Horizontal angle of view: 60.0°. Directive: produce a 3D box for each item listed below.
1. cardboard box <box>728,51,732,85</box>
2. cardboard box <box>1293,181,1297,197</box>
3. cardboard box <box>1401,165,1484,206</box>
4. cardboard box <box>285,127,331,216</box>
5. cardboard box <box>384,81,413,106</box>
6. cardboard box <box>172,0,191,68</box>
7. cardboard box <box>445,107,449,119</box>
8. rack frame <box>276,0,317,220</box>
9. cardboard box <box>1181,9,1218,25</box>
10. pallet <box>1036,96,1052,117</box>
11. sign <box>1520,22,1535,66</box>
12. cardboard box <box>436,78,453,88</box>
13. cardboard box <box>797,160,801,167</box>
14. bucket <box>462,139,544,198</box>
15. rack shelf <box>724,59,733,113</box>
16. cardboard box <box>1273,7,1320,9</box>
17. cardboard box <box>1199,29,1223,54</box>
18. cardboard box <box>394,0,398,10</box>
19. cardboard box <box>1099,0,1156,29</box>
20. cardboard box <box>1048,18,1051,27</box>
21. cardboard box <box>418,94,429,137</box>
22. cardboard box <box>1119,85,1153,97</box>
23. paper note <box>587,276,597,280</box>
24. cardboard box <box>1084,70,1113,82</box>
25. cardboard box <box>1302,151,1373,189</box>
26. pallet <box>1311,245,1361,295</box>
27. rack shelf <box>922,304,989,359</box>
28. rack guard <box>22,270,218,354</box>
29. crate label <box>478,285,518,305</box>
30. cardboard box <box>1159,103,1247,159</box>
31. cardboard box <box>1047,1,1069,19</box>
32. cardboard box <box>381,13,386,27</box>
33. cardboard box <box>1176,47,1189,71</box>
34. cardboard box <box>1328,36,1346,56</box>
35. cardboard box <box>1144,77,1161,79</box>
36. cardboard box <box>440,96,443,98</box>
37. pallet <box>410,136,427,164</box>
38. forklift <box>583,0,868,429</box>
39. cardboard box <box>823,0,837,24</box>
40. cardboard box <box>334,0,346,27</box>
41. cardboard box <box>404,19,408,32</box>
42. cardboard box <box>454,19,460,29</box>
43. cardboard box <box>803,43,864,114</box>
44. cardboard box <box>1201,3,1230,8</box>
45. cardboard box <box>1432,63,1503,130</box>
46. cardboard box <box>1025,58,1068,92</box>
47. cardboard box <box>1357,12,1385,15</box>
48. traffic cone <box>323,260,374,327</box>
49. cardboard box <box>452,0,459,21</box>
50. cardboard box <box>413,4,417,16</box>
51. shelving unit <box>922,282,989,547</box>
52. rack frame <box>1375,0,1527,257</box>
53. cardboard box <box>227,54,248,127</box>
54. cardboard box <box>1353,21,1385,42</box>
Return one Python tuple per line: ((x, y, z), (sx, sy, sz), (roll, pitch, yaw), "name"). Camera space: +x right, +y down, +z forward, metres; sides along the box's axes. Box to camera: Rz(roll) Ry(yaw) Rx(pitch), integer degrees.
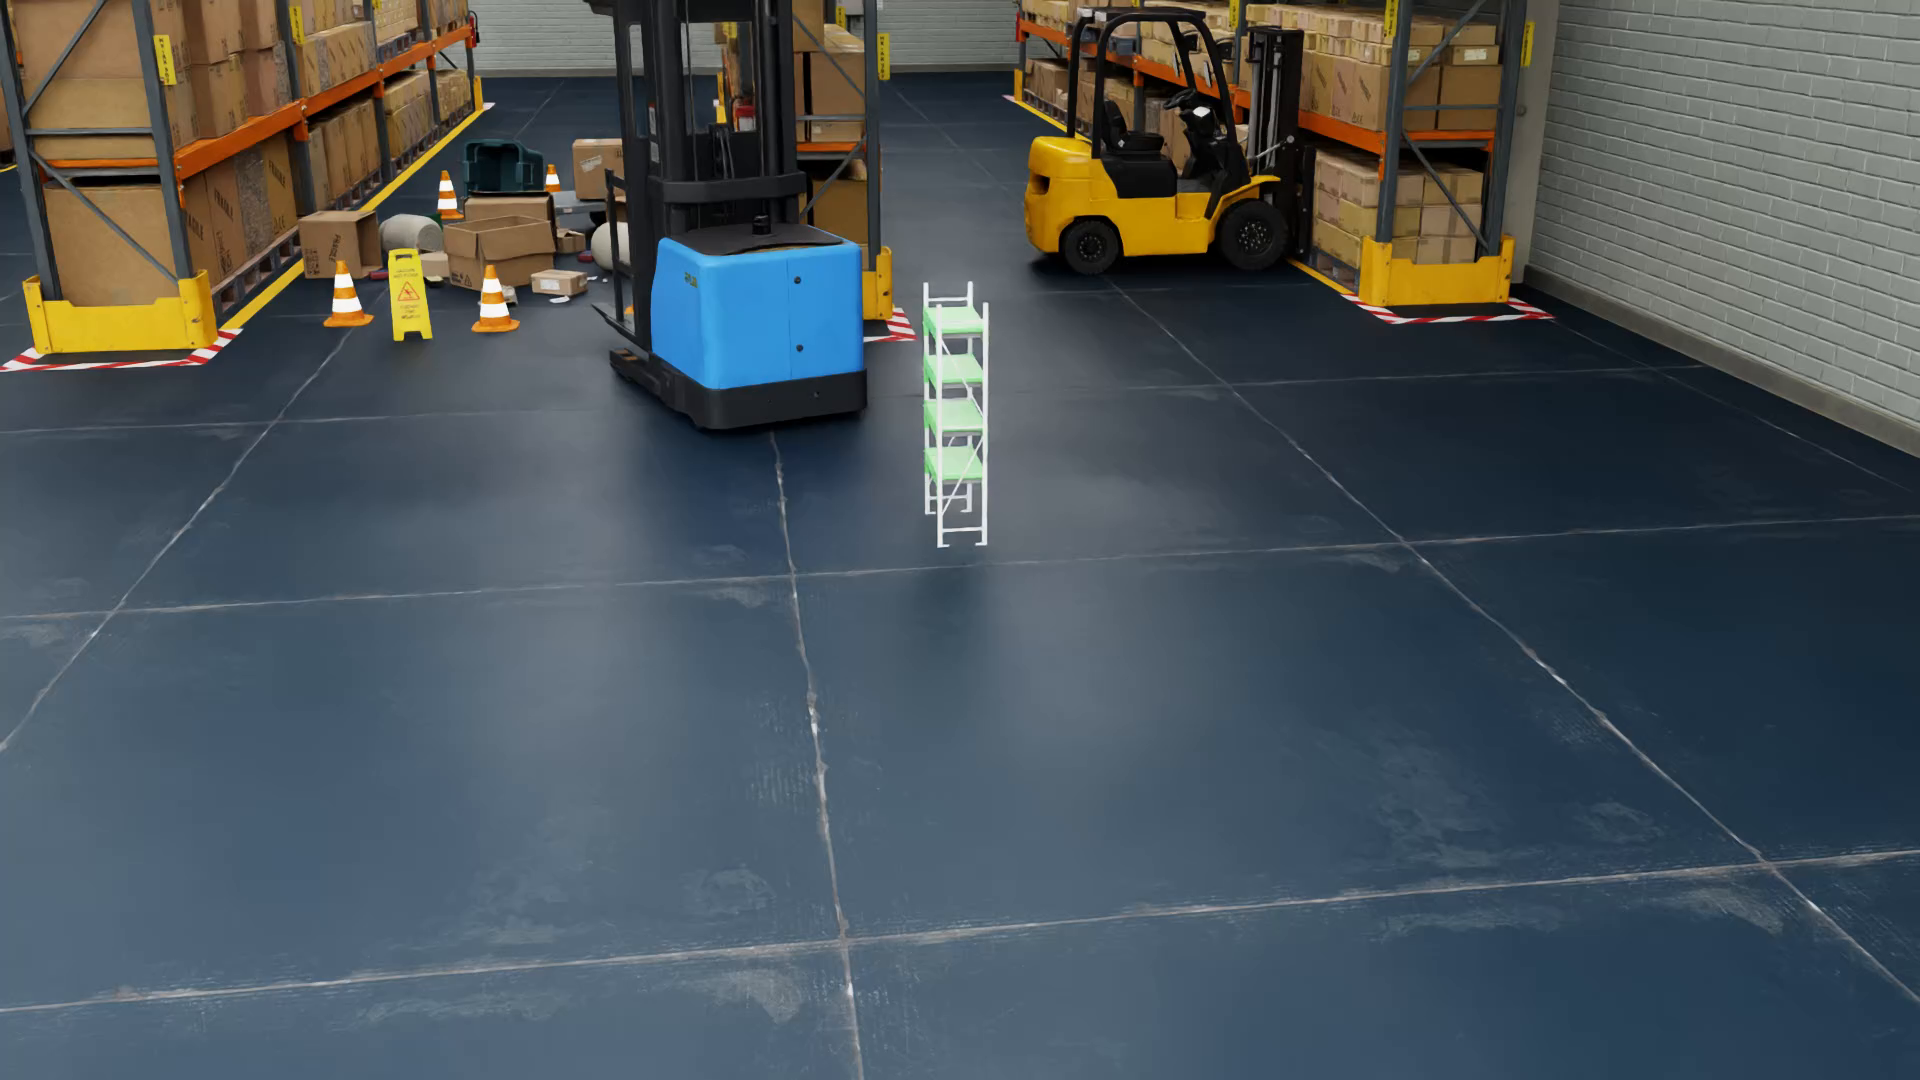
((-1.891, -4.504, 15.419), (0.500, 0.500, 0.500), (-3, 21, -8), "cardboard box")
((3.204, -3.172, 15.036), (0.500, 0.250, 0.500), (-3, 21, -8), "cardboard box")
((3.927, -2.904, 13.604), (0.500, 0.250, 0.500), (-3, 21, -9), "cardboard box")
((-6.741, -3.552, 16.056), (1.050, 0.750, 0.750), (-3, 21, -8), "cardboard box")
((-7.131, -5.560, 20.715), (0.500, 0.250, 0.500), (-3, 21, -7), "cardboard box")
((-6.172, -3.707, 12.096), (0.875, 0.550, 0.550), (-3, 21, -8), "cardboard box")
((-7.488, -6.065, 23.641), (0.380, 0.149, 0.250), (-2, 21, -6), "cardboard box")
((-6.562, -4.199, 15.172), (1.000, 3.000, 0.127), (-3, 21, -8), "rack frame")
((2.635, -5.722, 18.180), (0.380, 0.149, 0.250), (-3, 21, -9), "cardboard box")
((1.802, -6.860, 26.282), (1.003, 0.211, 1.213), (-3, 21, -8), "pallet")
((4.359, -3.819, 12.804), (0.100, 0.325, 0.005), (-3, 21, -8), "sign")
((-7.760, -6.781, 24.709), (0.380, 0.149, 0.250), (-3, 21, -7), "cardboard box")
((-1.620, -2.979, 14.162), (0.500, 0.500, 0.500), (-3, 21, -9), "cardboard box")
((-4.261, -3.447, 15.664), (0.726, 0.611, 0.620), (4, 11, 11), "bucket")
((-1.967, -4.839, 17.914), (1.077, 0.370, 4.000), (-3, 21, -8), "rack shelf")
((3.158, -4.926, 15.624), (0.380, 0.149, 0.250), (-3, 21, -9), "cardboard box")
((2.828, -5.234, 17.443), (0.500, 0.250, 0.500), (-3, 21, -9), "cardboard box")
((-7.277, -6.746, 20.901), (0.380, 0.149, 0.250), (-4, 21, -10), "cardboard box")
((2.238, -6.921, 21.713), (0.797, 0.503, 0.637), (-3, 21, -9), "cardboard box")
((1.579, -8.021, 25.762), (0.380, 0.149, 0.250), (-3, 21, -8), "cardboard box")
((-7.286, -5.574, 21.824), (0.500, 0.500, 0.500), (-3, 21, -9), "cardboard box")
((2.270, -5.795, 21.489), (0.380, 0.149, 0.250), (-4, 21, -10), "cardboard box")
((-3.182, -2.231, 14.163), (0.148, 0.019, 0.142), (4, 21, 11), "paper note")
((1.984, -6.605, 23.660), (0.380, 0.149, 0.250), (-3, 21, -9), "cardboard box")
((3.272, -3.222, 14.456), (0.500, 0.250, 0.500), (-3, 21, -7), "cardboard box")
((3.658, -2.307, 14.091), (1.003, 0.211, 1.213), (-3, 21, -8), "pallet")
((-0.024, -1.009, 8.014), (0.258, 0.148, 0.480), (-3, 21, -8), "rack shelf")
((-5.982, -1.635, 11.879), (1.175, 0.500, 0.348), (-3, 21, -8), "rack guard")
((-3.665, -1.937, 13.207), (0.250, 0.136, 0.298), (-15, 25, -35), "crate label")
((2.834, -4.762, 19.473), (0.875, 0.625, 0.625), (-2, 21, -6), "cardboard box")
((1.619, -8.085, 25.364), (0.500, 0.250, 0.500), (-3, 21, -8), "cardboard box")
((-7.130, -6.253, 20.006), (0.380, 0.149, 0.250), (-3, 21, -8), "cardboard box")
((2.700, -5.352, 18.474), (0.500, 0.250, 0.500), (-2, 21, -6), "cardboard box")
((3.329, -4.164, 14.007), (0.380, 0.149, 0.250), (-4, 21, -10), "cardboard box")
((2.653, -6.187, 22.540), (0.380, 0.149, 0.250), (-4, 21, -10), "cardboard box")
((-7.683, -6.371, 24.035), (0.380, 0.149, 0.250), (-4, 21, -11), "cardboard box")
((-7.423, -4.970, 21.221), (1.003, 0.211, 1.213), (-3, 21, -8), "pallet")
((-1.705, -2.495, 10.706), (1.130, 2.935, 3.031), (-11, 23, -26), "forklift")
((-1.462, -5.044, 16.265), (0.500, 0.500, 0.500), (-2, 21, -6), "cardboard box")
((-7.010, -5.768, 17.802), (0.700, 0.500, 0.500), (-3, 21, -9), "cardboard box")
((-7.355, -6.658, 21.513), (0.380, 0.149, 0.250), (-4, 21, -11), "cardboard box")
((-7.856, -7.877, 25.377), (0.380, 0.149, 0.250), (-2, 21, -6), "cardboard box")
((-0.974, -3.642, 13.113), (0.500, 0.500, 0.500), (-2, 21, -6), "cardboard box")
((3.028, -6.191, 19.435), (0.380, 0.149, 0.250), (-3, 21, -8), "cardboard box")
((4.013, -3.583, 13.379), (0.500, 0.500, 0.500), (-2, 21, -6), "cardboard box")
((1.497, -7.701, 27.516), (0.797, 0.503, 0.637), (-4, 21, -10), "cardboard box")
((3.736, -4.596, 14.739), (0.380, 0.149, 0.250), (-2, 21, -6), "cardboard box")
((-4.657, -1.881, 12.592), (0.336, 0.463, 0.334), (-3, 21, -8), "traffic cone")
((-7.821, -8.044, 24.898), (0.500, 0.500, 0.500), (-3, 21, -8), "cardboard box")
((-7.463, -7.060, 22.165), (0.380, 0.149, 0.250), (-2, 21, -6), "cardboard box")
((-0.024, -0.619, 8.160), (0.258, 1.200, 0.503), (-3, 21, -8), "shelving unit")
((3.809, -3.351, 12.900), (1.000, 3.000, 0.127), (-3, 21, -8), "rack frame")
((-6.259, -3.582, 13.305), (0.875, 0.550, 0.500), (-3, 21, -8), "cardboard box")
((3.418, -4.127, 13.484), (0.380, 0.149, 0.250), (-2, 21, -7), "cardboard box")
